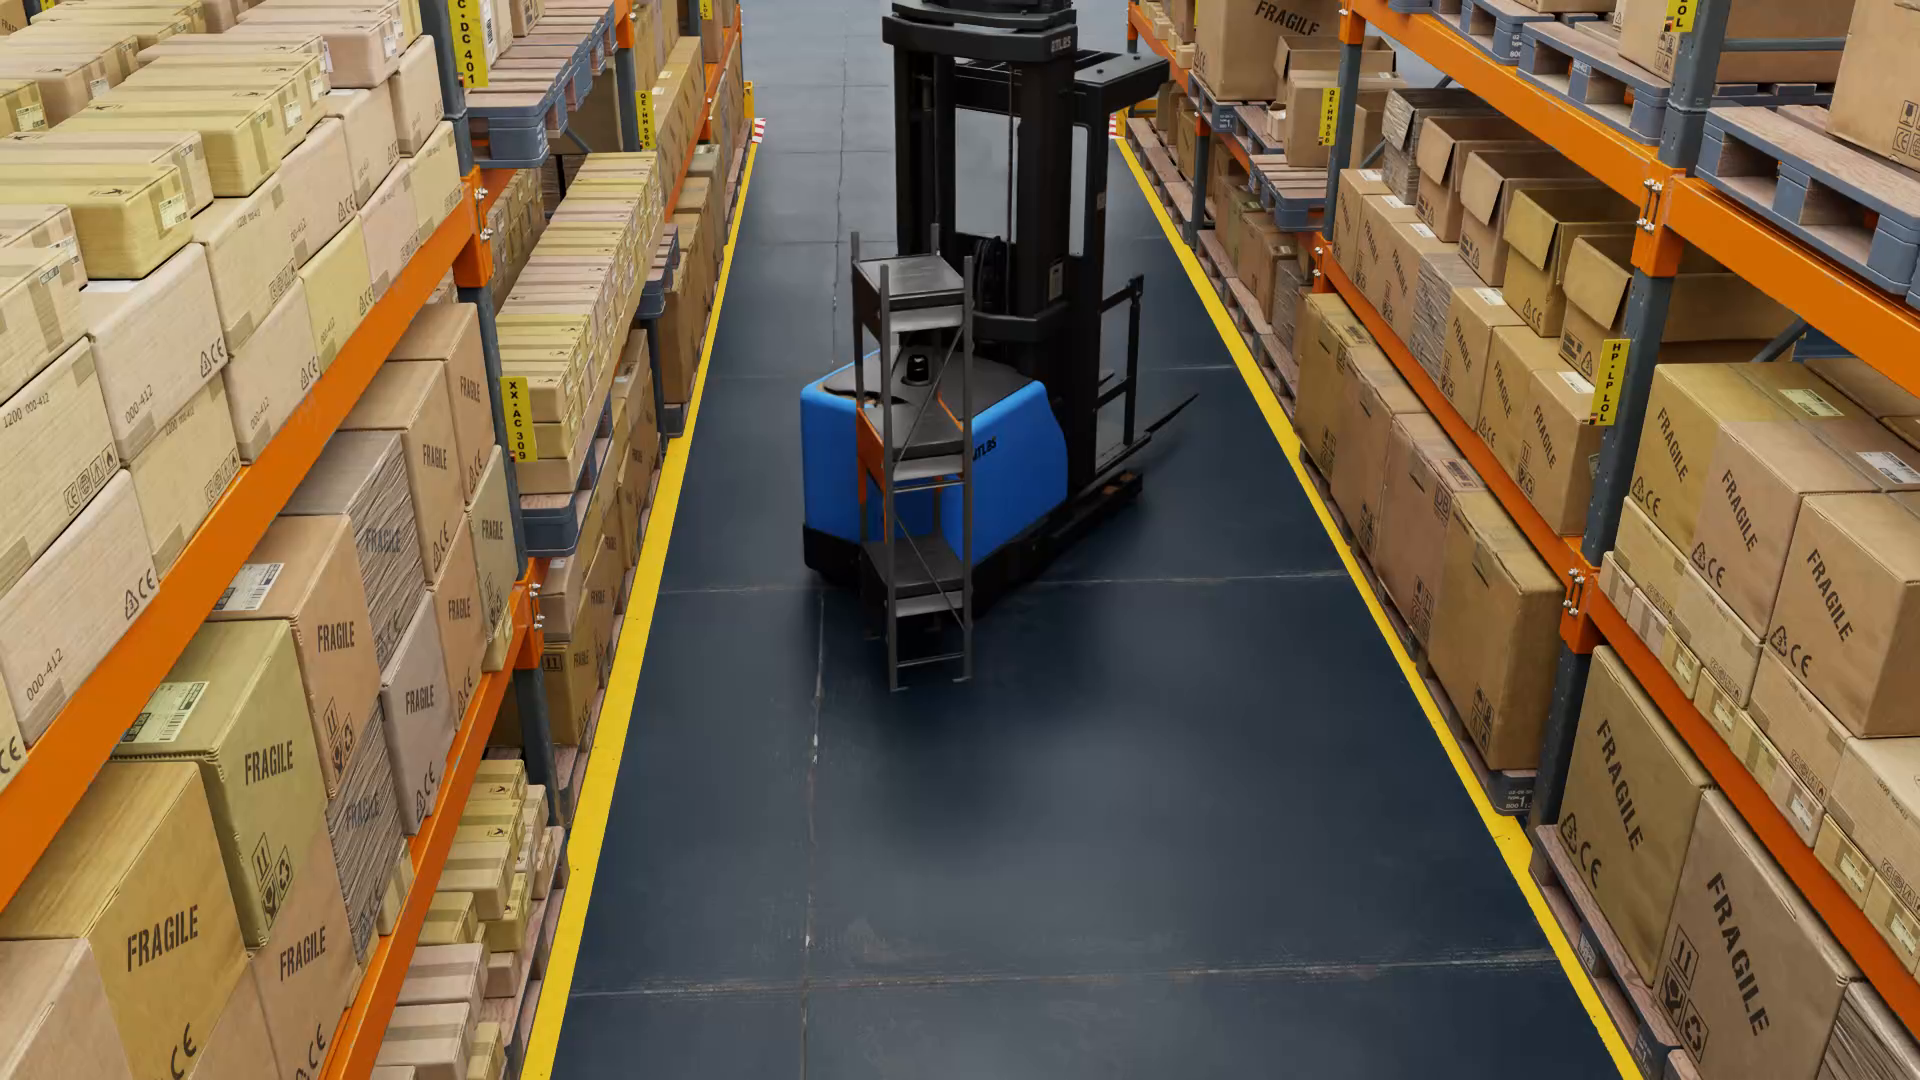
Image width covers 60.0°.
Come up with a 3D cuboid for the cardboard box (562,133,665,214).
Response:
[{"bbox_3d":[-2.069,-2.130,9.982,0.500,0.500,0.500,-1,28,-2],"label":"cardboard box"}]

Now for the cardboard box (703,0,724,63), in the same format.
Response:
[{"bbox_3d":[-2.518,-4.461,14.398,0.875,0.550,0.550,-1,28,-3],"label":"cardboard box"}]

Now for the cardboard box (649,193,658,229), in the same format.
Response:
[{"bbox_3d":[-1.819,-1.738,8.835,0.380,0.149,0.250,0,28,-1],"label":"cardboard box"}]

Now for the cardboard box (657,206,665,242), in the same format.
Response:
[{"bbox_3d":[-1.831,-1.730,9.140,0.380,0.149,0.250,-1,28,-2],"label":"cardboard box"}]

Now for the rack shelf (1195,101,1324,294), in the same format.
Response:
[{"bbox_3d":[2.539,-2.549,11.672,1.077,0.370,4.000,-1,28,-3],"label":"rack shelf"}]

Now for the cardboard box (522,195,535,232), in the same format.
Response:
[{"bbox_3d":[-2.475,-1.725,8.810,0.380,0.149,0.250,0,28,0],"label":"cardboard box"}]

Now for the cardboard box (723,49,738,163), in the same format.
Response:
[{"bbox_3d":[-2.584,-4.092,15.696,0.875,0.875,0.875,-2,28,-3],"label":"cardboard box"}]

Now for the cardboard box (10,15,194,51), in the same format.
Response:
[{"bbox_3d":[-2.283,-1.305,4.456,0.380,0.149,0.250,-2,28,-3],"label":"cardboard box"}]

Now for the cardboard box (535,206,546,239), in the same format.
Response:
[{"bbox_3d":[-2.494,-1.735,9.150,0.380,0.149,0.250,-2,28,-3],"label":"cardboard box"}]

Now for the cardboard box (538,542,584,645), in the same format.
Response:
[{"bbox_3d":[-1.881,0.218,7.027,0.500,0.250,0.500,-3,28,-5],"label":"cardboard box"}]

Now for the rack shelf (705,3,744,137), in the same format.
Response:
[{"bbox_3d":[-2.629,-4.324,15.074,1.077,0.370,4.000,-1,28,-3],"label":"rack shelf"}]

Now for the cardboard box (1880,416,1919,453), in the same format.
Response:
[{"bbox_3d":[3.165,-0.058,5.147,0.500,0.500,0.500,-1,28,-2],"label":"cardboard box"}]

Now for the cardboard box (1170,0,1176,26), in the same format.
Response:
[{"bbox_3d":[2.370,-4.870,14.913,0.875,0.500,0.500,-1,28,-3],"label":"cardboard box"}]

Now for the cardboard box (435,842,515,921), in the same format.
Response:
[{"bbox_3d":[-1.755,1.179,5.730,0.380,0.149,0.250,-2,28,-3],"label":"cardboard box"}]

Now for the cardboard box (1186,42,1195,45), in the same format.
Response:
[{"bbox_3d":[2.167,-4.237,14.401,0.380,0.149,0.250,-1,28,-3],"label":"cardboard box"}]

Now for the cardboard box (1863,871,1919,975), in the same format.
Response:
[{"bbox_3d":[2.634,0.999,4.363,0.380,0.149,0.250,-1,28,-2],"label":"cardboard box"}]

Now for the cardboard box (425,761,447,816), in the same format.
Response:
[{"bbox_3d":[-1.749,0.699,4.938,0.380,0.149,0.250,-3,28,-5],"label":"cardboard box"}]

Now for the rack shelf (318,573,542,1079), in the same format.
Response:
[{"bbox_3d":[-2.002,1.218,4.449,1.077,0.370,4.000,-1,28,-3],"label":"rack shelf"}]

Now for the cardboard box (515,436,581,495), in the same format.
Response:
[{"bbox_3d":[-1.668,-0.292,6.384,0.380,0.149,0.250,-3,28,-5],"label":"cardboard box"}]

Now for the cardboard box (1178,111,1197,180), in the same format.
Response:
[{"bbox_3d":[2.305,-3.605,15.167,0.500,0.500,0.500,-4,28,-7],"label":"cardboard box"}]

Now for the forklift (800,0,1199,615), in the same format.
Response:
[{"bbox_3d":[0.406,-1.557,9.066,1.130,2.935,3.031,17,32,29],"label":"forklift"}]

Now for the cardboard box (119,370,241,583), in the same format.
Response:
[{"bbox_3d":[-1.729,-0.135,3.184,0.500,0.250,0.500,-2,28,-4],"label":"cardboard box"}]

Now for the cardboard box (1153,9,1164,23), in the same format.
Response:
[{"bbox_3d":[2.034,-4.928,15.727,0.380,0.149,0.250,-1,28,-3],"label":"cardboard box"}]

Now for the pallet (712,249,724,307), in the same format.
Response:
[{"bbox_3d":[-2.409,-2.128,13.102,1.003,0.211,1.213,-1,28,-3],"label":"pallet"}]

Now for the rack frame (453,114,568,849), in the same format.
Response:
[{"bbox_3d":[-2.107,-0.024,6.053,1.000,3.000,0.127,-1,28,-3],"label":"rack frame"}]

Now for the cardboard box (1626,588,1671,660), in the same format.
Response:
[{"bbox_3d":[2.549,0.280,5.742,0.380,0.149,0.250,-2,28,-4],"label":"cardboard box"}]

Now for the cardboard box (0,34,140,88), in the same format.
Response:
[{"bbox_3d":[-2.315,-1.184,4.223,0.380,0.149,0.250,-2,28,-4],"label":"cardboard box"}]

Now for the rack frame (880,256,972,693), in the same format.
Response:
[{"bbox_3d":[-0.141,-0.237,7.435,0.400,2.100,0.015,-8,29,-15],"label":"rack frame"}]

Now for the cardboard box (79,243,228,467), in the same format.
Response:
[{"bbox_3d":[-1.704,-0.346,3.048,0.500,0.250,0.500,-1,28,-2],"label":"cardboard box"}]

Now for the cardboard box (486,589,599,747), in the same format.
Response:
[{"bbox_3d":[-1.880,0.550,7.201,0.500,0.500,0.500,0,28,-1],"label":"cardboard box"}]

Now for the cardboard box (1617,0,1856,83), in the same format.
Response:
[{"bbox_3d":[2.812,-1.926,5.893,0.700,0.500,0.500,-1,28,-1],"label":"cardboard box"}]

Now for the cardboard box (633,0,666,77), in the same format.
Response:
[{"bbox_3d":[-2.438,-3.507,11.540,0.700,0.500,0.500,-1,28,-2],"label":"cardboard box"}]

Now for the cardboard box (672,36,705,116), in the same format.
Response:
[{"bbox_3d":[-2.230,-3.529,12.664,0.500,0.500,0.500,-2,28,-3],"label":"cardboard box"}]

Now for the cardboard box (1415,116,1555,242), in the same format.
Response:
[{"bbox_3d":[2.696,-1.795,8.255,0.797,0.503,0.637,-1,28,-1],"label":"cardboard box"}]

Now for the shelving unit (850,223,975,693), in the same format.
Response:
[{"bbox_3d":[-0.214,-0.345,7.641,0.431,2.100,0.503,-8,29,-15],"label":"shelving unit"}]

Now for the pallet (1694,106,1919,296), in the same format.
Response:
[{"bbox_3d":[2.884,-1.010,4.795,1.003,0.211,1.213,-1,28,-3],"label":"pallet"}]

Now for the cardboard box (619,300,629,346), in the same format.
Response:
[{"bbox_3d":[-1.751,-1.012,7.763,0.380,0.149,0.250,-3,28,-5],"label":"cardboard box"}]

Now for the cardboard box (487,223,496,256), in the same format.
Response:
[{"bbox_3d":[-2.415,-1.385,7.837,0.380,0.149,0.250,-1,28,-1],"label":"cardboard box"}]

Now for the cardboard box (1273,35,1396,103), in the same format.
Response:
[{"bbox_3d":[2.617,-3.226,11.625,0.797,0.503,0.637,1,28,3],"label":"cardboard box"}]

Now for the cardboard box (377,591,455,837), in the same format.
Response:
[{"bbox_3d":[-1.749,0.485,4.646,0.500,0.500,0.500,-2,28,-3],"label":"cardboard box"}]

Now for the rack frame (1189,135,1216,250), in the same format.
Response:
[{"bbox_3d":[2.434,-3.792,13.277,1.000,3.000,0.127,-1,28,-3],"label":"rack frame"}]

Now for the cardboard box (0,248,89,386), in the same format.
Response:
[{"bbox_3d":[-1.636,-0.352,2.628,0.380,0.149,0.250,-1,28,-2],"label":"cardboard box"}]

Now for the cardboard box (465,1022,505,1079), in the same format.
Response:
[{"bbox_3d":[-1.692,1.704,5.368,0.380,0.149,0.250,-1,28,-3],"label":"cardboard box"}]

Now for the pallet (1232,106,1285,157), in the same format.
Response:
[{"bbox_3d":[2.499,-2.773,11.530,1.003,0.211,1.213,-1,28,-3],"label":"pallet"}]

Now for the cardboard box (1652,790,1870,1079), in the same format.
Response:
[{"bbox_3d":[2.853,1.381,5.203,0.875,0.875,0.875,-1,28,-3],"label":"cardboard box"}]

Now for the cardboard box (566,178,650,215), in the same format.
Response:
[{"bbox_3d":[-1.808,-1.758,8.551,0.380,0.149,0.250,-1,28,-1],"label":"cardboard box"}]

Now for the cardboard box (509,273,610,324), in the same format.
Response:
[{"bbox_3d":[-1.724,-1.037,7.168,0.380,0.149,0.250,-2,28,-3],"label":"cardboard box"}]

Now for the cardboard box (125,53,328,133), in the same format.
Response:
[{"bbox_3d":[-1.755,-1.067,3.999,0.380,0.149,0.250,-2,28,-5],"label":"cardboard box"}]

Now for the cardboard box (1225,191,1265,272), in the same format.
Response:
[{"bbox_3d":[2.451,-2.374,12.785,0.700,0.500,0.500,-2,28,-3],"label":"cardboard box"}]

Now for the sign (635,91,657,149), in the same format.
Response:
[{"bbox_3d":[-1.774,-2.367,9.379,0.100,0.325,0.005,-1,28,-3],"label":"sign"}]

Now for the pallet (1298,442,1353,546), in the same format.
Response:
[{"bbox_3d":[2.609,-0.343,9.678,1.003,0.211,1.213,-1,28,-3],"label":"pallet"}]

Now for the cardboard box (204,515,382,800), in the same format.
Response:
[{"bbox_3d":[-1.724,0.281,3.957,0.500,0.500,0.500,-2,28,-4],"label":"cardboard box"}]

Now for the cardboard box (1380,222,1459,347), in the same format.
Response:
[{"bbox_3d":[2.456,-1.283,8.359,0.500,0.500,0.500,-2,28,-4],"label":"cardboard box"}]

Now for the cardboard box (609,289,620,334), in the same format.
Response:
[{"bbox_3d":[-1.741,-1.030,7.477,0.380,0.149,0.250,-2,28,-4],"label":"cardboard box"}]

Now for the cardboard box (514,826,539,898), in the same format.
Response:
[{"bbox_3d":[-1.746,1.184,6.043,0.380,0.149,0.250,-3,28,-5],"label":"cardboard box"}]

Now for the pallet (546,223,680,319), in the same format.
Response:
[{"bbox_3d":[-2.172,-1.460,9.013,1.213,0.211,1.003,-1,28,-3],"label":"pallet"}]
